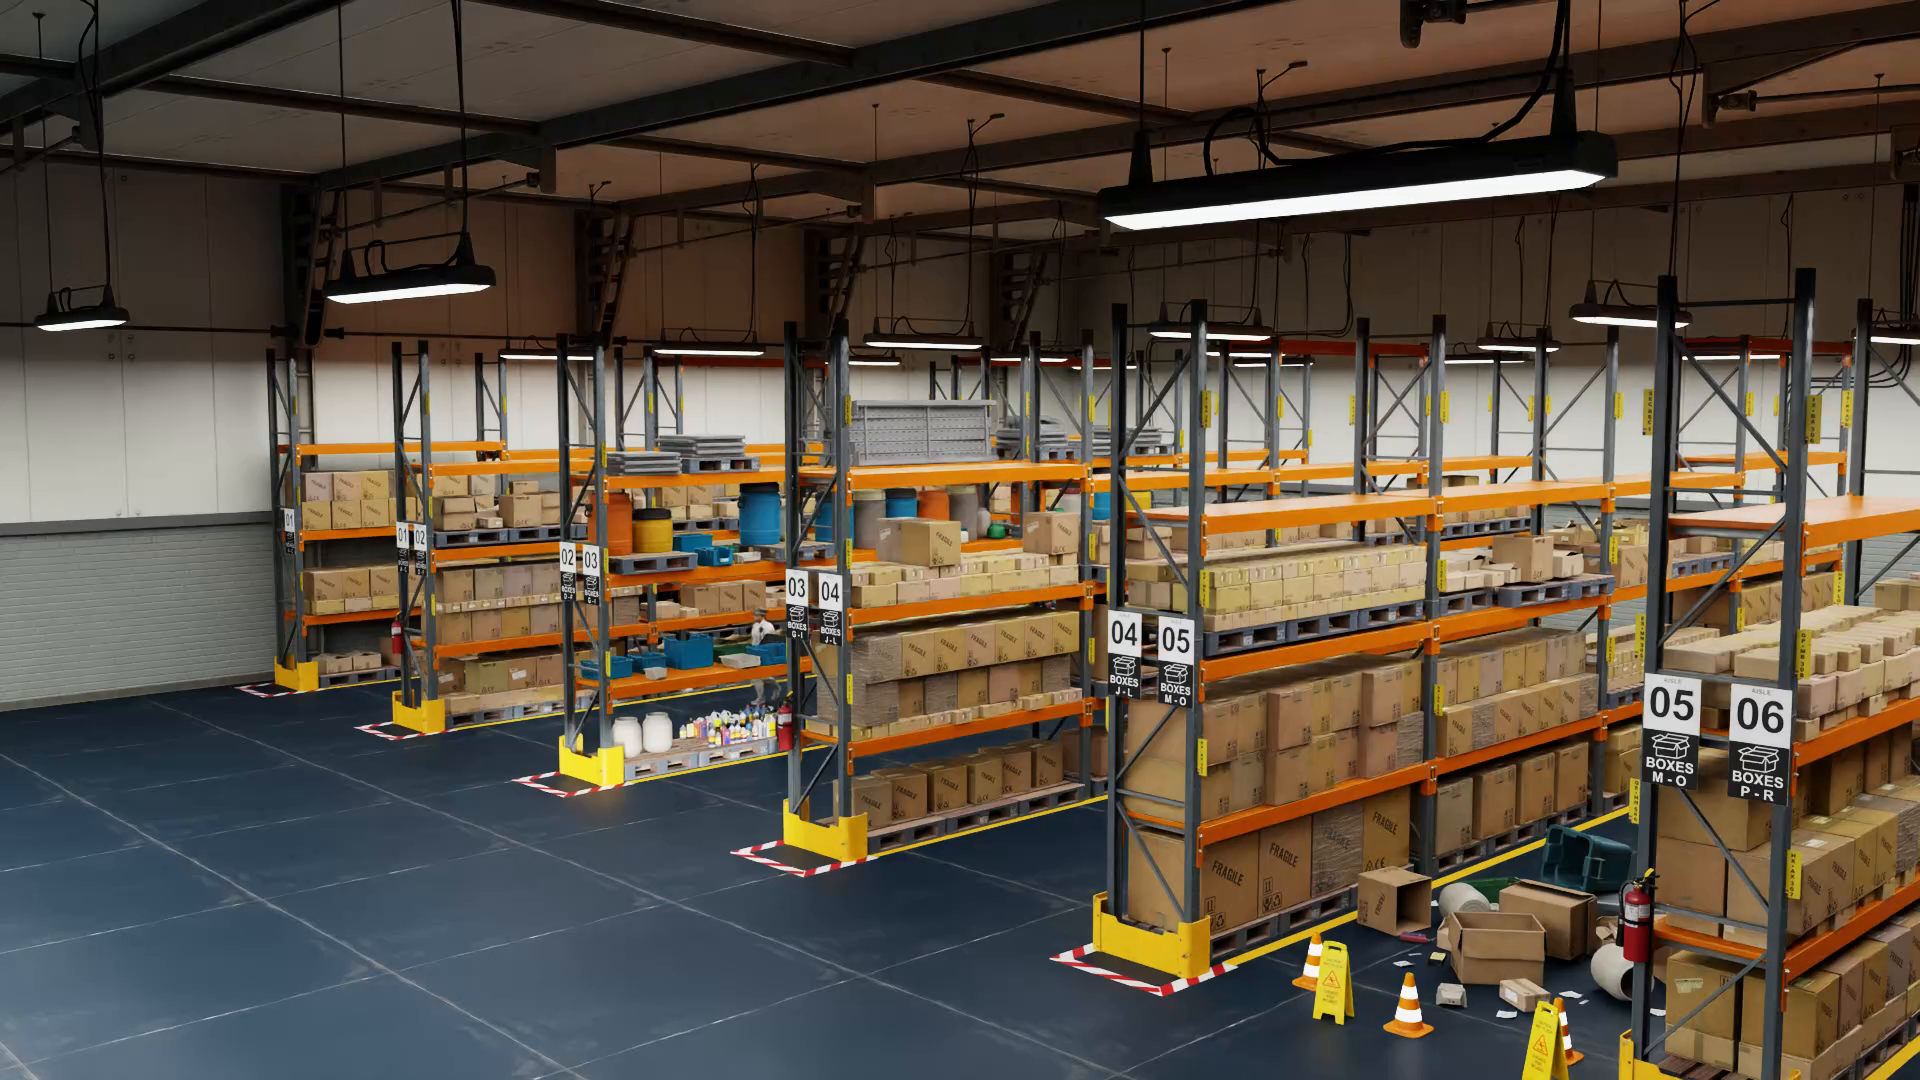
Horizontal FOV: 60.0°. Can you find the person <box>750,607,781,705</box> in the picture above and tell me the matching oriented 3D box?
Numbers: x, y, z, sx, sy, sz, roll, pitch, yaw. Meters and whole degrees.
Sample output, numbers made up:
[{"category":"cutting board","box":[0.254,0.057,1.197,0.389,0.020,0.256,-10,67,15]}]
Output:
[{"category":"person","box":[-3.263,1.931,27.976,0.583,1.660,0.549,5,7,43]}]

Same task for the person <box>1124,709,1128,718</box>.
[{"category":"person","box":[2.897,2.036,26.734,0.523,1.610,1.082,5,7,43]}]
